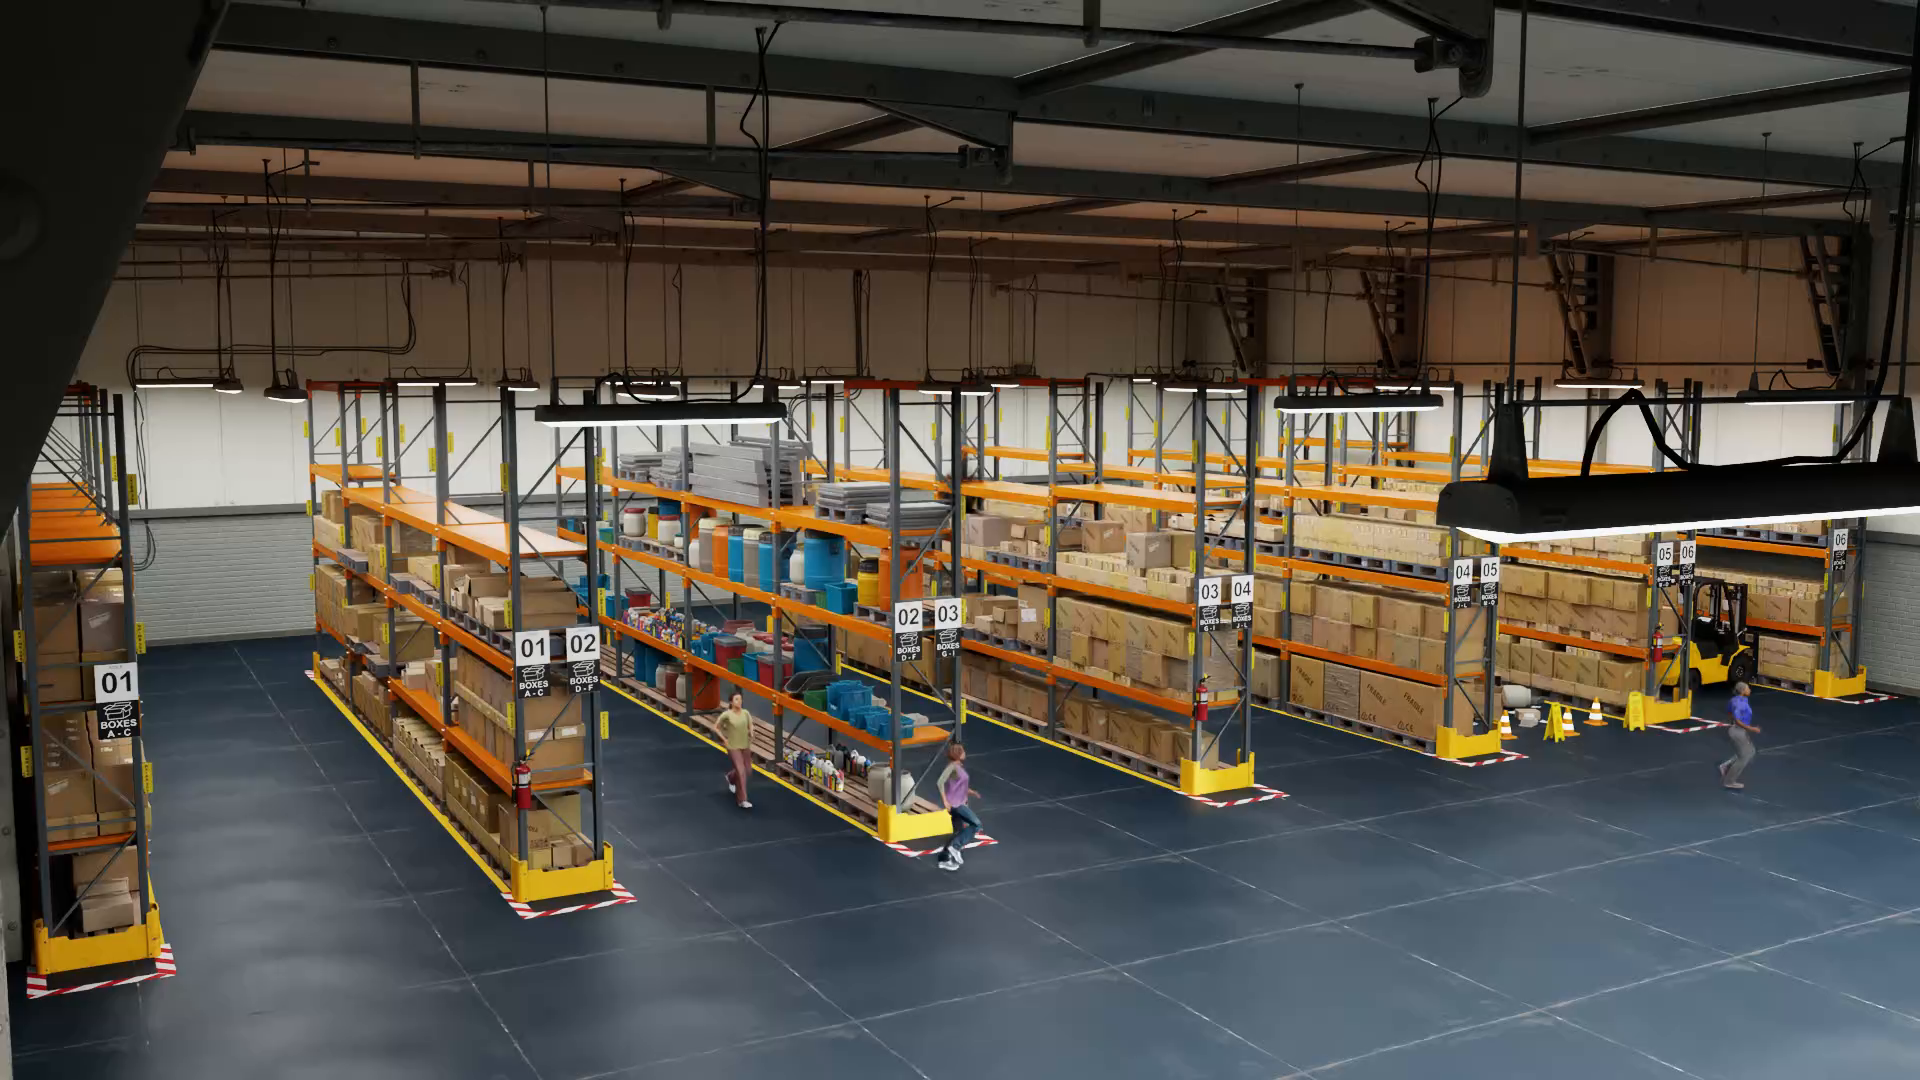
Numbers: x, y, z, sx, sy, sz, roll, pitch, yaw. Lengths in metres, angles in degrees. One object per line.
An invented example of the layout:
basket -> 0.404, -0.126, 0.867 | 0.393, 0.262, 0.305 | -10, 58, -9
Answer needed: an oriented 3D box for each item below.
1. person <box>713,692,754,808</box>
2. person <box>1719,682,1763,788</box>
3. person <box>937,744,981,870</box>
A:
person -> -3.212, 2.981, 23.861 | 0.589, 1.635, 0.802 | -4, 8, -36
person -> 11.630, 2.906, 24.735 | 0.524, 1.598, 0.550 | 2, 6, 17
person -> -0.003, 3.340, 20.914 | 0.556, 1.541, 0.537 | 1, 6, 5
